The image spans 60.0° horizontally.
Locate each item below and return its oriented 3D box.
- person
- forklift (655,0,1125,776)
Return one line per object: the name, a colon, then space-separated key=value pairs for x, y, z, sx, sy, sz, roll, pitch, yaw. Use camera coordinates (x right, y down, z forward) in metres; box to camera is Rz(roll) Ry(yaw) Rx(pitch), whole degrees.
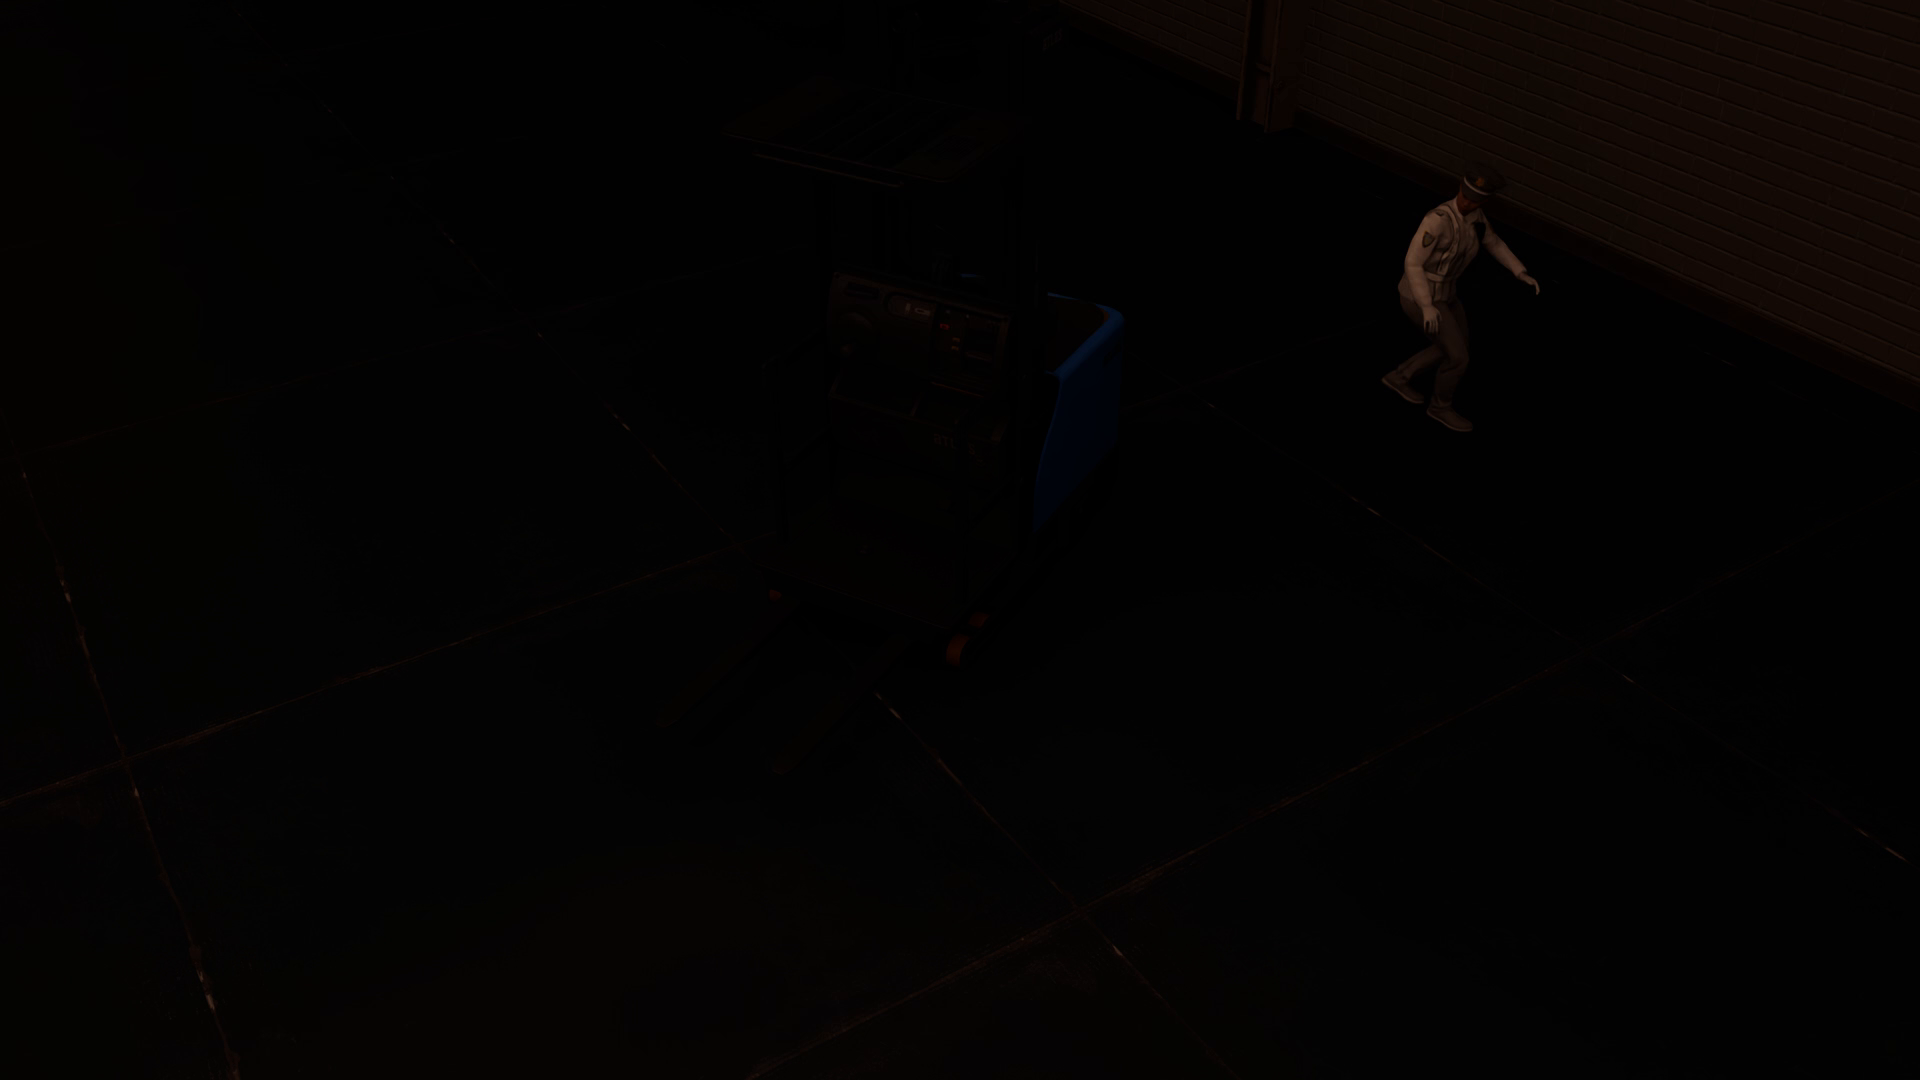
person: x=2.760 y=-1.312 z=9.210 sx=0.752 sy=1.562 sz=0.795 roll=23 pitch=41 yaw=29
forklift: x=-0.296 y=-0.892 z=7.418 sx=1.130 sy=2.935 sz=3.031 roll=18 pitch=39 yaw=23
